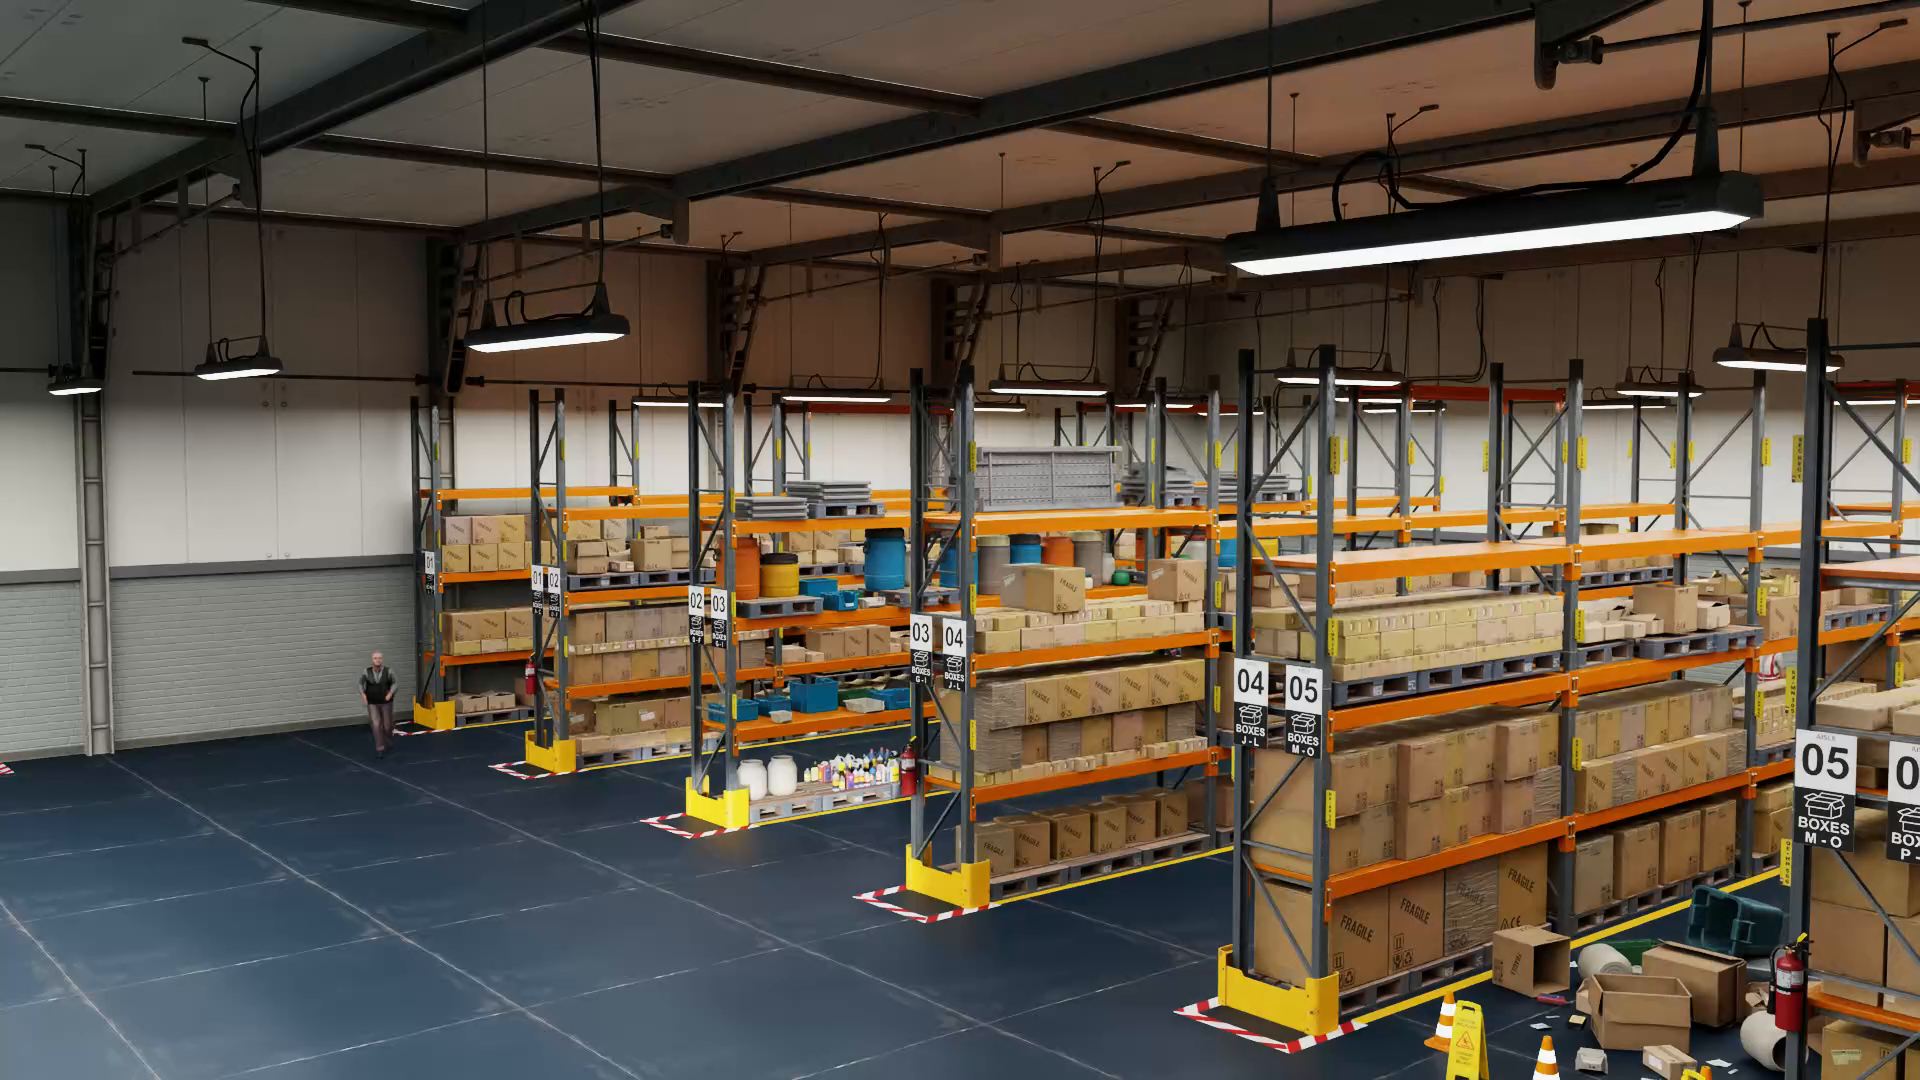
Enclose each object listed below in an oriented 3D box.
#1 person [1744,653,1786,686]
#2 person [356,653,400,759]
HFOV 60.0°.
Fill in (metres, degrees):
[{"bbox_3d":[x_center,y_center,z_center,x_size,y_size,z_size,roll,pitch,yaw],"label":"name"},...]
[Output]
[{"bbox_3d":[14.462,2.548,29.751,0.707,1.732,0.789,-2,4,-36],"label":"person"},{"bbox_3d":[-9.579,2.741,27.384,0.679,1.642,0.757,-1,3,-16],"label":"person"}]
